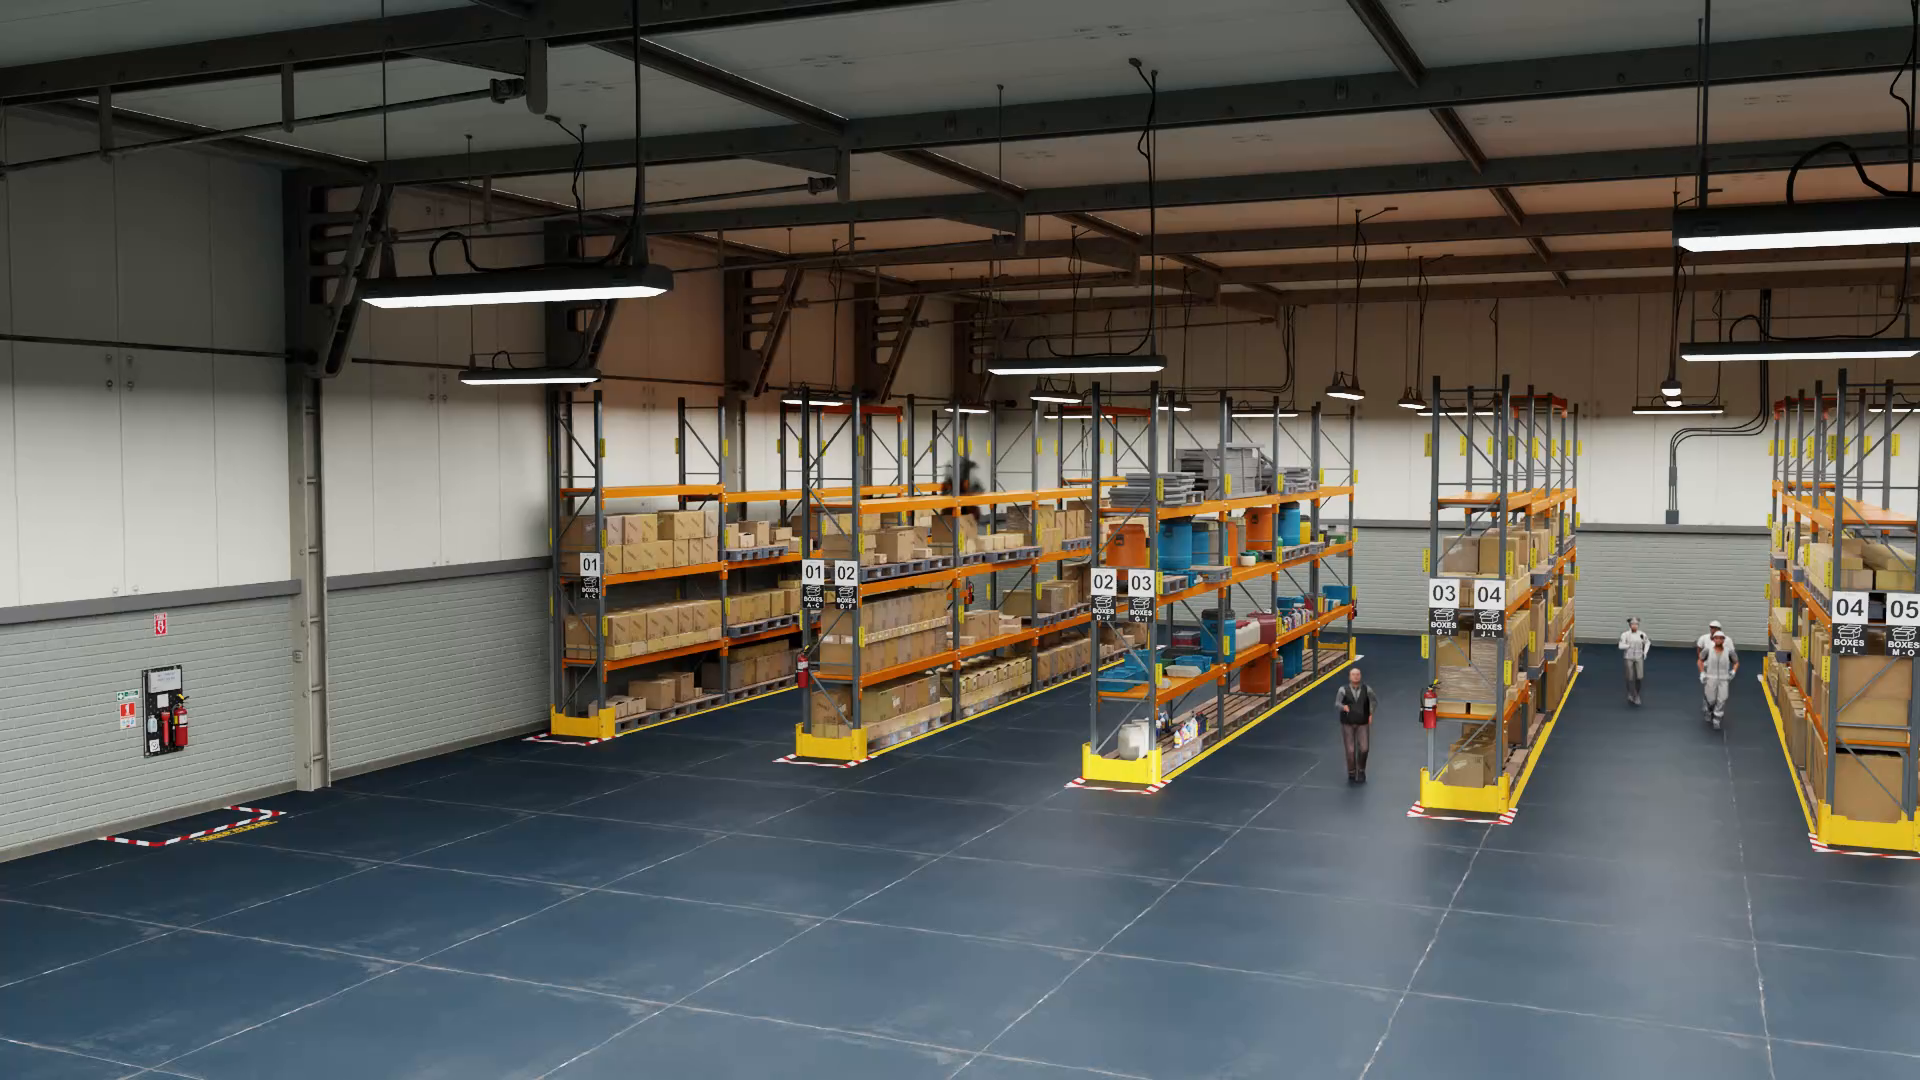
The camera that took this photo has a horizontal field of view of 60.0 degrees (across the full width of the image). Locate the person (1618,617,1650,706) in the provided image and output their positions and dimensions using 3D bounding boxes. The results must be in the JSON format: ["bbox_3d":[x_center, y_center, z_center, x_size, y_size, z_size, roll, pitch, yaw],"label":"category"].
[{"bbox_3d":[13.150,2.365,32.511,0.528,1.736,0.683,1,3,19],"label":"person"}]

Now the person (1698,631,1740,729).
[{"bbox_3d":[13.523,2.492,29.638,0.673,1.752,0.590,1,3,21],"label":"person"}]

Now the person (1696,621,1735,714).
[{"bbox_3d":[14.219,2.404,31.308,0.668,1.767,0.679,1,3,24],"label":"person"}]

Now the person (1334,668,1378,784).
[{"bbox_3d":[5.910,2.782,24.805,0.642,1.714,0.646,1,3,12],"label":"person"}]
